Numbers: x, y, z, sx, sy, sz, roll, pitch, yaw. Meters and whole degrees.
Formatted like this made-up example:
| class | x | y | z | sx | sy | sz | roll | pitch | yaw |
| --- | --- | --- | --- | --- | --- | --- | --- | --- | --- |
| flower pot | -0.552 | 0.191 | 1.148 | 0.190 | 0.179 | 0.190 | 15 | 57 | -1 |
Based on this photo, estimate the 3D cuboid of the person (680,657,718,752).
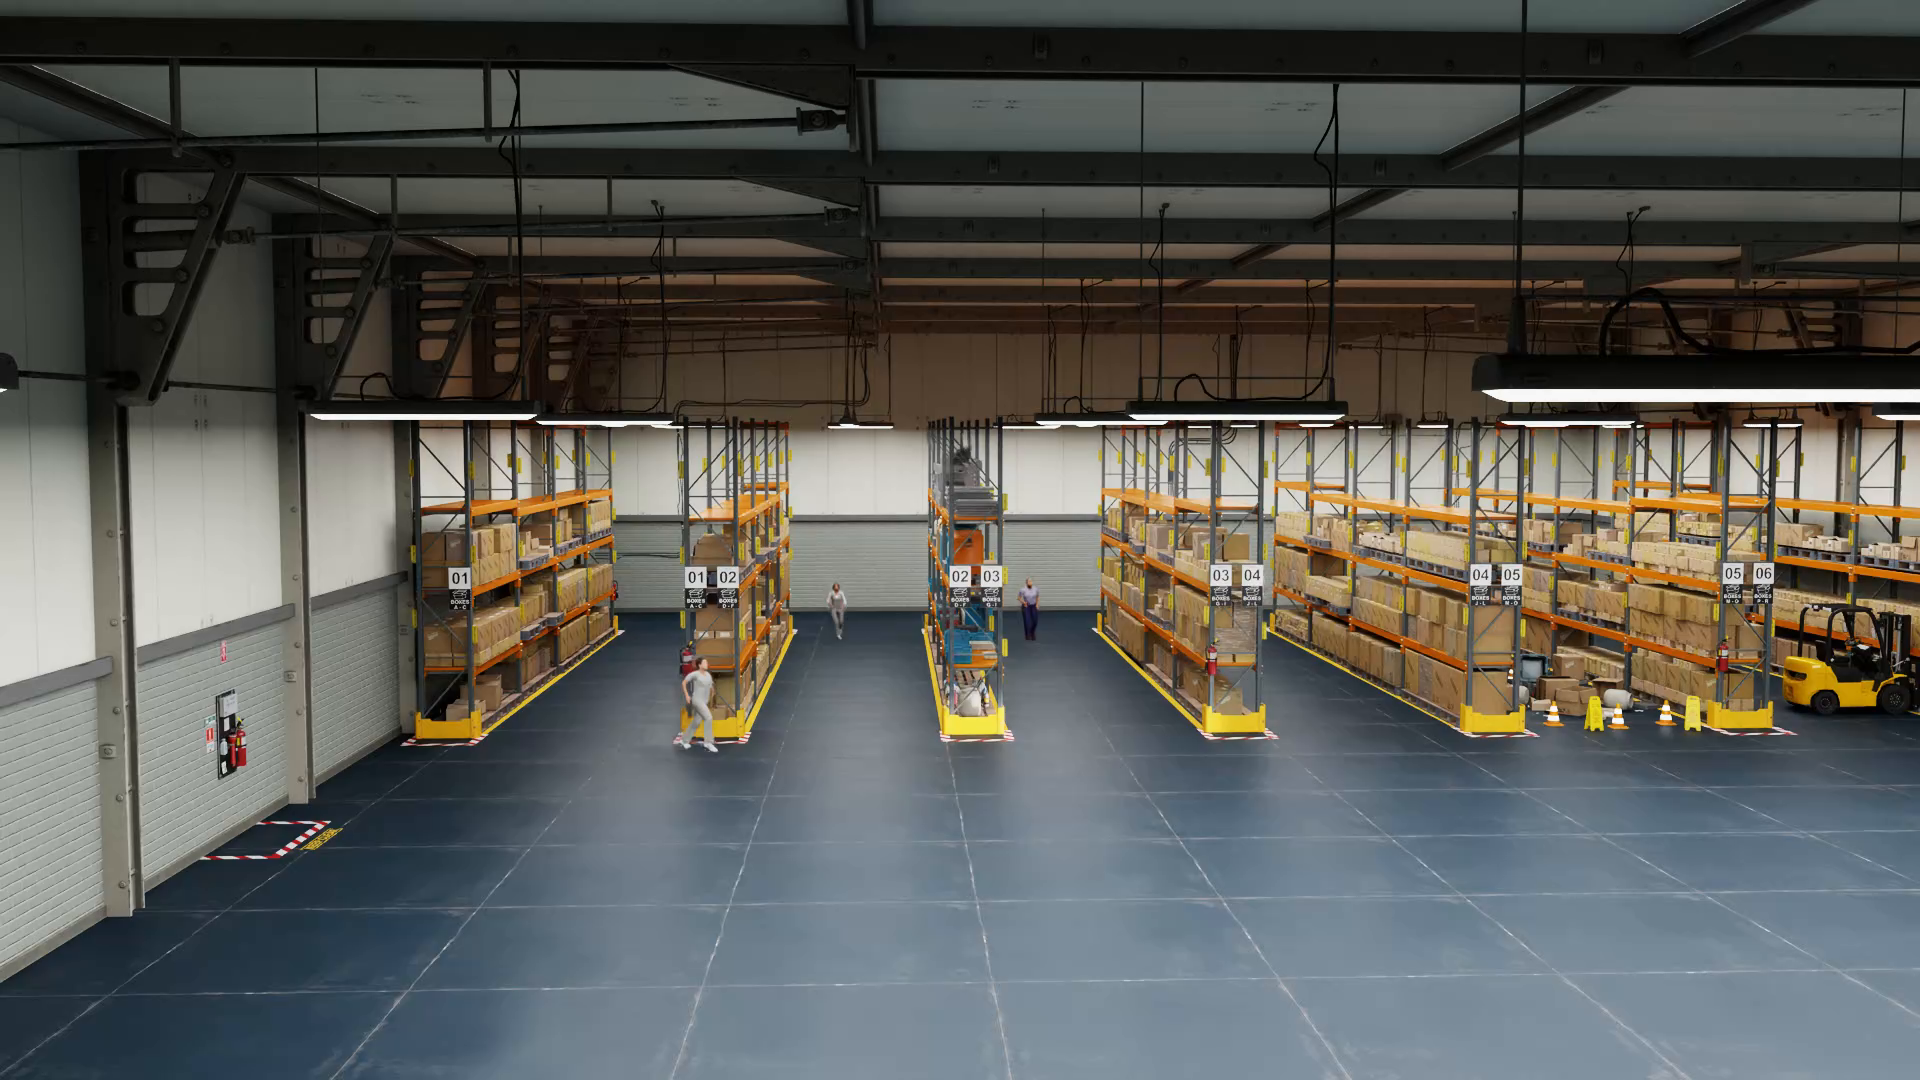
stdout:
| class | x | y | z | sx | sy | sz | roll | pitch | yaw |
| --- | --- | --- | --- | --- | --- | --- | --- | --- | --- |
| person | -4.613 | 2.920 | 29.816 | 0.866 | 1.658 | 0.550 | 2 | 4 | 28 |

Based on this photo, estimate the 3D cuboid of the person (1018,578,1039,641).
| class | x | y | z | sx | sy | sz | roll | pitch | yaw |
| --- | --- | --- | --- | --- | --- | --- | --- | --- | --- |
| person | 1.813 | 1.822 | 43.304 | 0.612 | 1.663 | 0.538 | -1 | 4 | -10 |

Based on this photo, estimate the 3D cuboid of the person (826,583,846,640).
| class | x | y | z | sx | sy | sz | roll | pitch | yaw |
| --- | --- | --- | --- | --- | --- | --- | --- | --- | --- |
| person | -3.417 | 1.960 | 45.881 | 0.548 | 1.559 | 0.548 | -1 | 4 | -9 |

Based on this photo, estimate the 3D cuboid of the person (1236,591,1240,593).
| class | x | y | z | sx | sy | sz | roll | pitch | yaw |
| --- | --- | --- | --- | --- | --- | --- | --- | --- | --- |
| person | 7.835 | 1.713 | 47.728 | 0.748 | 1.777 | 0.896 | 2 | 4 | 30 |
